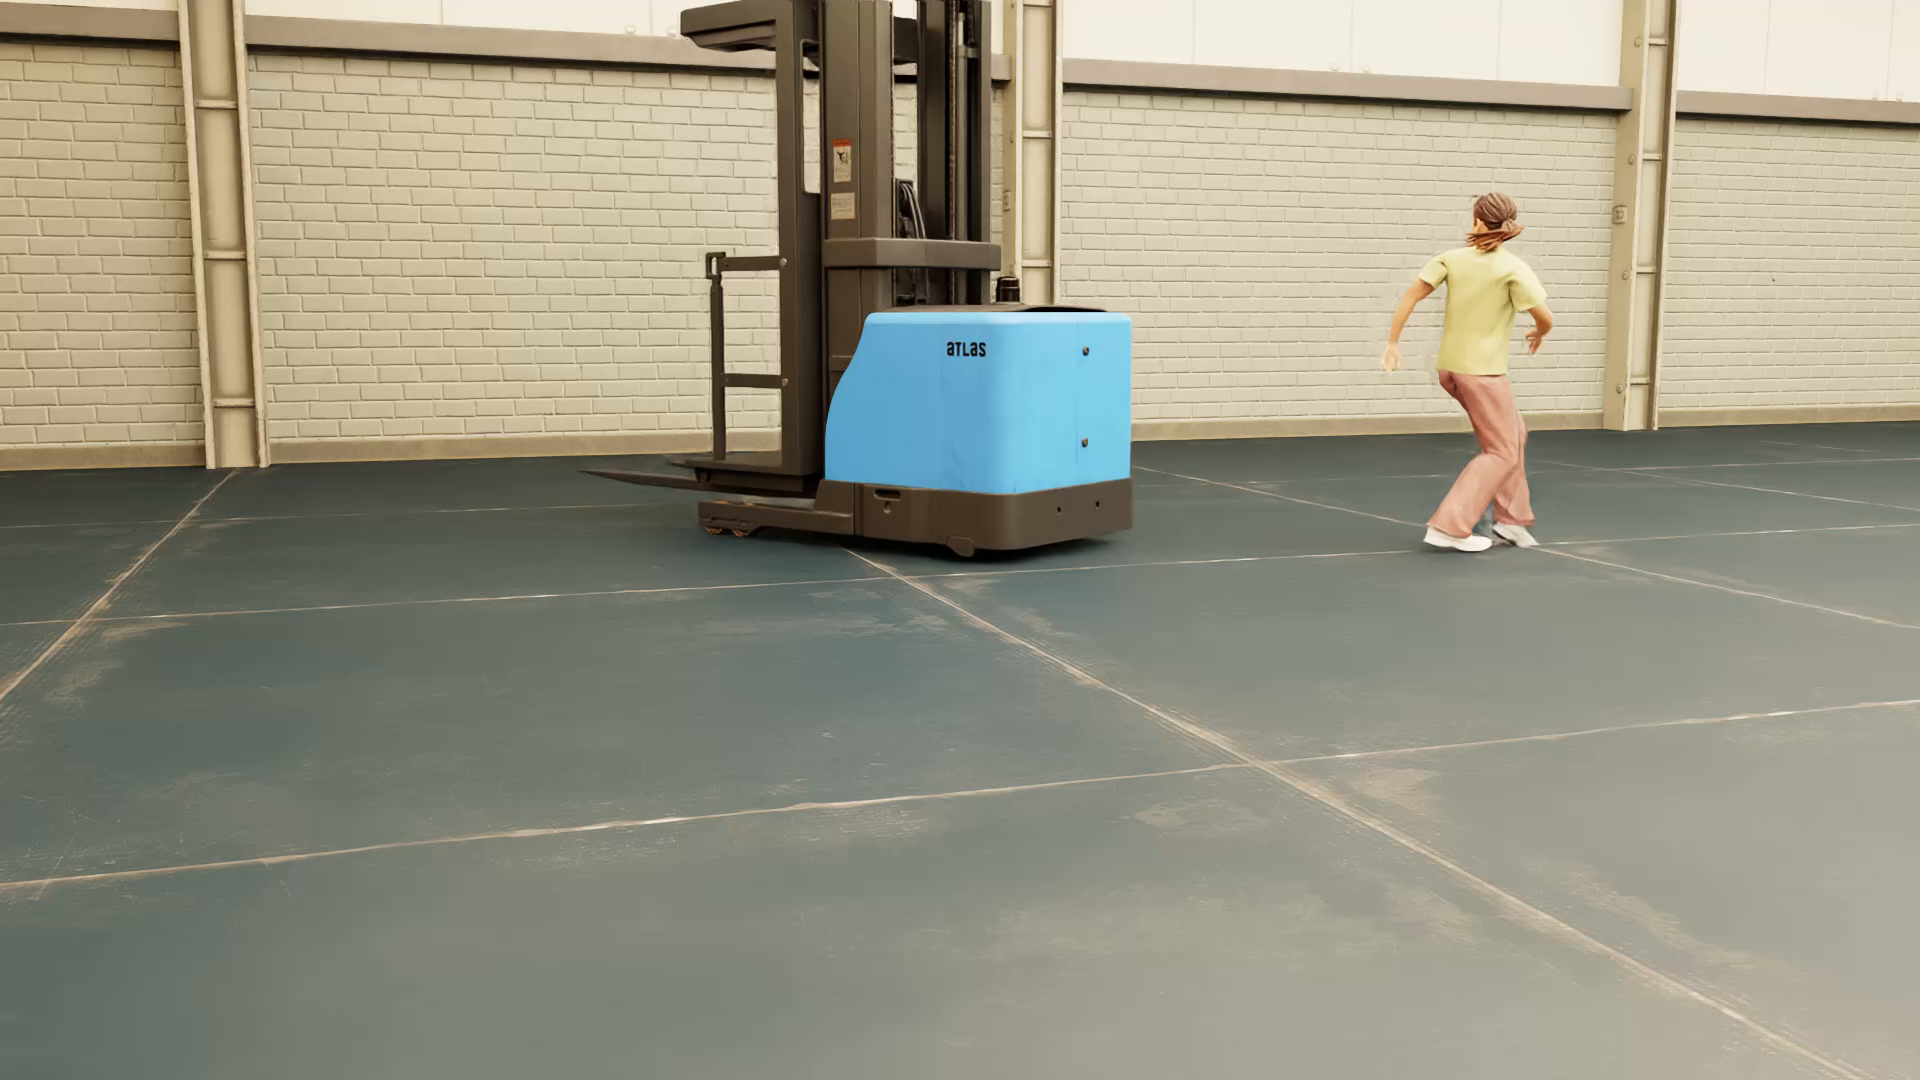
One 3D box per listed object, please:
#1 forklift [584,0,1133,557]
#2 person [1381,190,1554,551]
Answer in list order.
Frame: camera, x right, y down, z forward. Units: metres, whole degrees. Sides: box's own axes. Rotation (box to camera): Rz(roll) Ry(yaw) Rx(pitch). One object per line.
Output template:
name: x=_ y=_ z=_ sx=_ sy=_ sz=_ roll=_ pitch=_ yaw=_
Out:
forklift: x=-0.655 y=-1.514 z=8.180 sx=3.031 sy=2.935 sz=1.130 roll=6 pitch=10 yaw=38
person: x=2.365 y=-0.730 z=7.520 sx=0.801 sy=1.669 sz=0.515 roll=-3 pitch=8 yaw=-20
